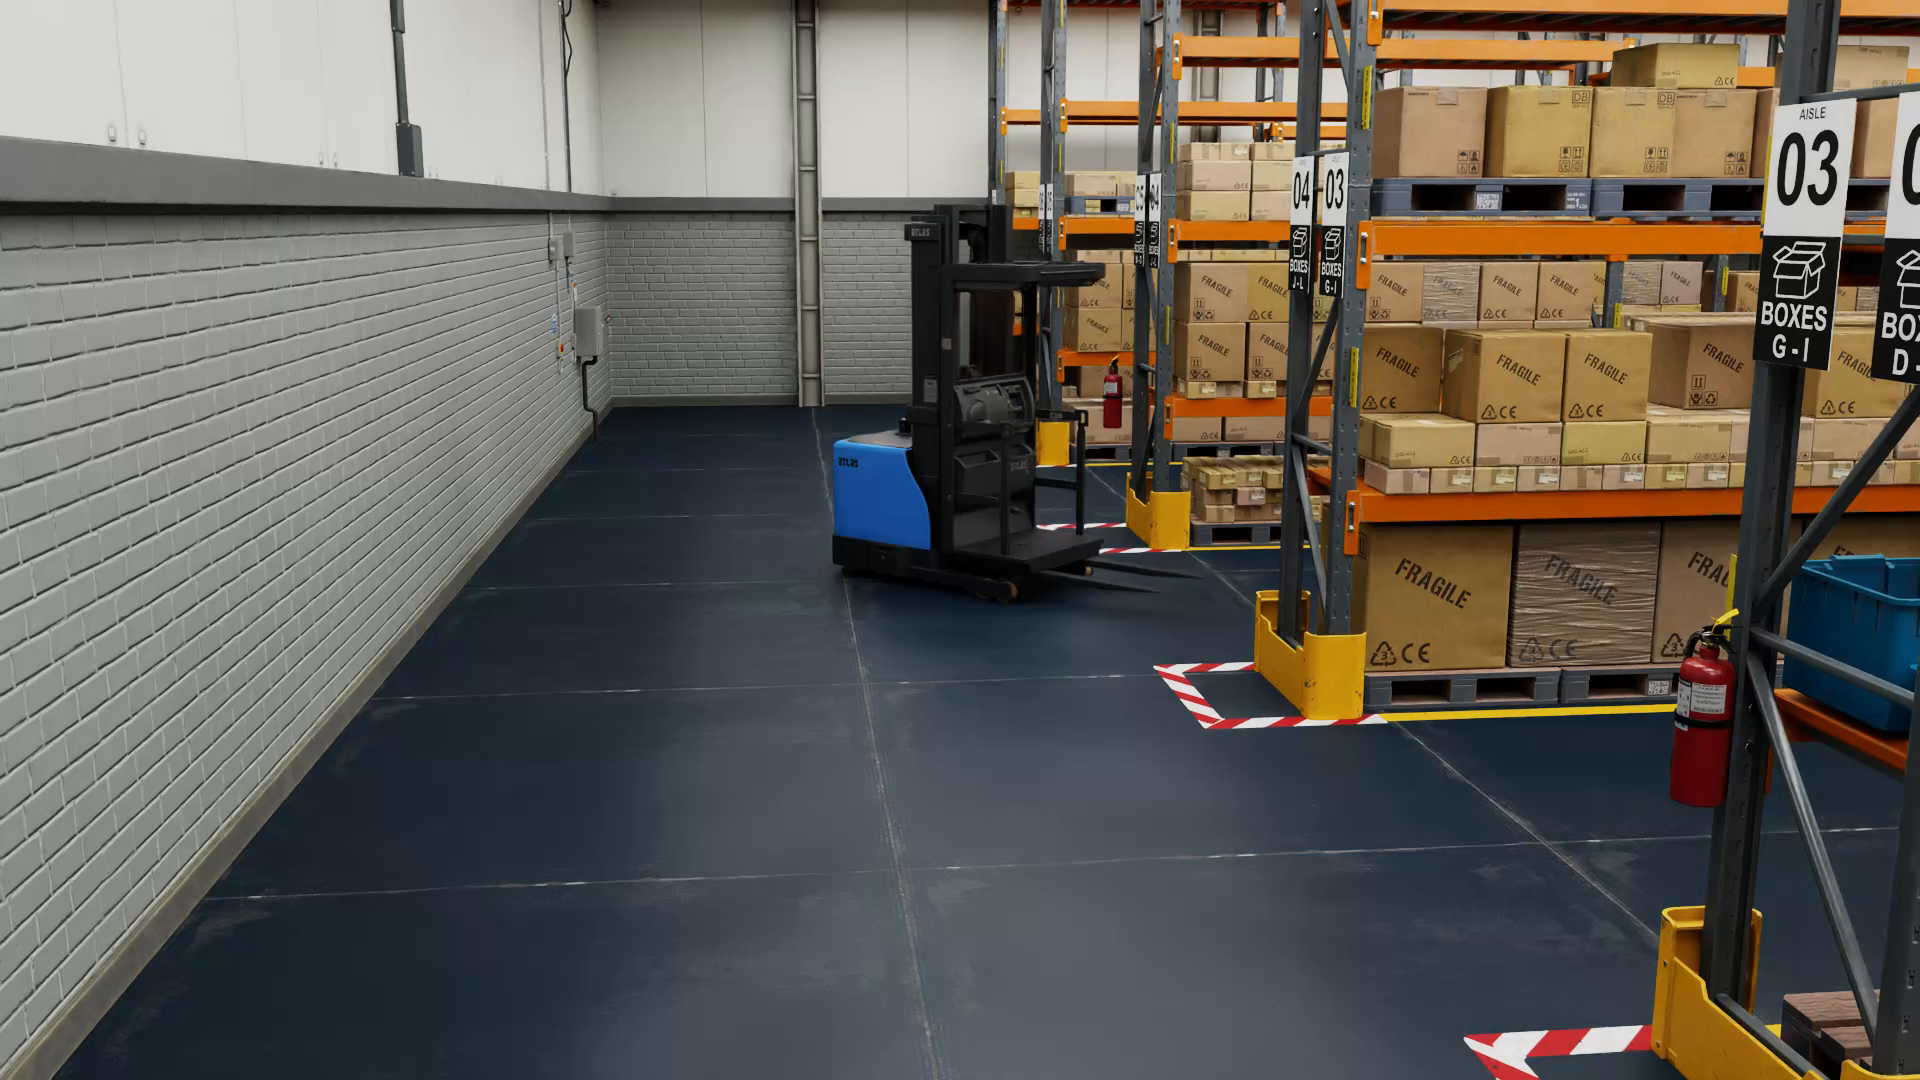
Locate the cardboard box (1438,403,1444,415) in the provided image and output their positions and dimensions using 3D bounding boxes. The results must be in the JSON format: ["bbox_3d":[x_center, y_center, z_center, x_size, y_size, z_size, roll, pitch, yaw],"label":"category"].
[{"bbox_3d":[3.091,-0.691,10.222,0.500,0.250,0.500,-1,11,-7],"label":"cardboard box"}]

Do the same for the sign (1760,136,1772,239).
[{"bbox_3d":[2.593,-1.123,5.297,0.005,0.325,0.100,-1,11,-6],"label":"sign"}]

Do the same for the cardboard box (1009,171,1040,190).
[{"bbox_3d":[0.992,-5.150,23.832,0.500,0.250,0.500,-1,11,-7],"label":"cardboard box"}]

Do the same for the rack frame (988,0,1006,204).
[{"bbox_3d":[0.524,-6.343,23.803,0.127,3.000,1.000,-1,11,-6],"label":"rack frame"}]

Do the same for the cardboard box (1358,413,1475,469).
[{"bbox_3d":[2.640,-0.577,9.647,0.500,0.250,0.500,-2,11,-8],"label":"cardboard box"}]

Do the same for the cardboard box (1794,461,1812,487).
[{"bbox_3d":[4.819,-0.416,9.860,0.250,0.149,0.380,-1,11,-5],"label":"cardboard box"}]

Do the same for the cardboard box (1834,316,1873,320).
[{"bbox_3d":[7.928,-1.917,14.862,0.250,0.149,0.380,-1,11,-3],"label":"cardboard box"}]

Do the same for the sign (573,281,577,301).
[{"bbox_3d":[-4.822,-3.122,20.829,0.001,0.242,0.339,-1,11,-6],"label":"sign"}]

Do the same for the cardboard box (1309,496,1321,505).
[{"bbox_3d":[3.026,-0.416,14.741,0.250,0.149,0.380,-1,11,-4],"label":"cardboard box"}]

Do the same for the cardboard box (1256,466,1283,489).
[{"bbox_3d":[2.781,-0.554,14.672,0.250,0.149,0.380,-1,11,-6],"label":"cardboard box"}]

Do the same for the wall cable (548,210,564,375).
[{"bbox_3d":[-4.540,-2.839,18.819,0.123,1.953,0.585,-1,11,-6],"label":"wall cable"}]

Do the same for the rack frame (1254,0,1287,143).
[{"bbox_3d":[4.500,-6.426,24.227,0.127,3.000,1.000,-1,11,-6],"label":"rack frame"}]

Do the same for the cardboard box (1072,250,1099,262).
[{"bbox_3d":[1.446,-3.260,19.139,0.250,0.149,0.380,-1,11,-5],"label":"cardboard box"}]

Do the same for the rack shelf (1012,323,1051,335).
[{"bbox_3d":[2.512,-3.088,24.663,4.000,0.370,1.077,-1,11,-6],"label":"rack shelf"}]

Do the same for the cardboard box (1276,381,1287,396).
[{"bbox_3d":[2.821,-1.361,14.666,0.250,0.149,0.380,-1,11,-3],"label":"cardboard box"}]

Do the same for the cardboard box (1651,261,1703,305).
[{"bbox_3d":[8.531,-3.093,19.972,0.500,0.500,0.500,-2,11,-8],"label":"cardboard box"}]

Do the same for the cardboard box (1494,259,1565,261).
[{"bbox_3d":[5.200,-2.306,15.201,0.500,0.500,0.500,-1,11,-5],"label":"cardboard box"}]

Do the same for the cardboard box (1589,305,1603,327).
[{"bbox_3d":[7.546,-2.701,19.923,0.500,0.250,0.500,-1,11,-8],"label":"cardboard box"}]

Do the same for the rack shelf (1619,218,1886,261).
[{"bbox_3d":[7.663,-2.744,15.138,4.000,0.370,1.077,-1,11,-6],"label":"rack shelf"}]

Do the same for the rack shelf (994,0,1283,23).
[{"bbox_3d":[2.512,-7.662,23.764,4.000,0.370,1.077,-1,11,-6],"label":"rack shelf"}]

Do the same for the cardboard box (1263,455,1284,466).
[{"bbox_3d":[2.961,-0.676,15.290,0.250,0.149,0.380,-2,11,-8],"label":"cardboard box"}]

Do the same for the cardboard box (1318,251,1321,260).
[{"bbox_3d":[4.245,-3.333,19.514,0.250,0.149,0.380,-1,11,-6],"label":"cardboard box"}]

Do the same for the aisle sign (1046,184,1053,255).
[{"bbox_3d":[1.023,-3.666,18.999,0.004,0.787,0.394,-1,11,-6],"label":"aisle sign"}]

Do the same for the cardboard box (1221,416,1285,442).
[{"bbox_3d":[3.514,-1.468,20.114,0.875,0.438,0.875,-2,11,-8],"label":"cardboard box"}]

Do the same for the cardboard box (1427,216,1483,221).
[{"bbox_3d":[4.214,-2.901,14.460,0.500,0.250,0.500,-1,11,-7],"label":"cardboard box"}]

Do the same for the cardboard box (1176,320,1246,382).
[{"bbox_3d":[2.175,-1.651,14.462,0.500,0.500,0.500,-1,11,-3],"label":"cardboard box"}]

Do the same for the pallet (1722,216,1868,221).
[{"bbox_3d":[7.331,-2.978,14.949,1.003,0.211,1.213,-1,11,-6],"label":"pallet"}]

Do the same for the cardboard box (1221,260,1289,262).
[{"bbox_3d":[2.630,-2.253,14.932,0.500,0.500,0.500,-2,11,-8],"label":"cardboard box"}]

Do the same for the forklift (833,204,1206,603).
[{"bbox_3d":[0.436,-1.079,12.757,3.031,2.935,1.130,9,14,37],"label":"forklift"}]

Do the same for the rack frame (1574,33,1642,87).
[{"bbox_3d":[5.675,-4.527,14.568,0.127,3.000,1.000,-1,11,-6],"label":"rack frame"}]

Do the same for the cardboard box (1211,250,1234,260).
[{"bbox_3d":[2.992,-3.284,19.262,0.250,0.149,0.380,-1,11,-7],"label":"cardboard box"}]

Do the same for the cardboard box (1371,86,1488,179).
[{"bbox_3d":[2.645,-2.344,9.632,0.500,0.500,0.700,-2,11,-10],"label":"cardboard box"}]

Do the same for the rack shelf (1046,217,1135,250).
[{"bbox_3d":[3.052,-3.608,19.532,4.000,0.370,1.077,-1,11,-6],"label":"rack shelf"}]

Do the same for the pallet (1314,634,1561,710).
[{"bbox_3d":[2.920,0.790,10.303,1.213,0.211,1.003,-1,11,-6],"label":"pallet"}]

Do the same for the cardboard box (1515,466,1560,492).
[{"bbox_3d":[3.291,-0.384,9.698,0.250,0.149,0.380,-1,11,-7],"label":"cardboard box"}]

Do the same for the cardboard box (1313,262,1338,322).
[{"bbox_3d":[3.194,-2.162,14.469,0.500,0.500,0.500,-1,11,-7],"label":"cardboard box"}]

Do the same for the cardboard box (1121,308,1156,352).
[{"bbox_3d":[2.071,-2.467,19.382,0.500,0.500,0.500,-1,11,-7],"label":"cardboard box"}]

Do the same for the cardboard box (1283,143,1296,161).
[{"bbox_3d":[2.820,-3.301,14.165,0.250,0.149,0.380,-1,11,-5],"label":"cardboard box"}]

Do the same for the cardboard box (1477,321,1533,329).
[{"bbox_3d":[4.708,-1.704,14.727,0.500,0.500,0.500,-2,11,-8],"label":"cardboard box"}]

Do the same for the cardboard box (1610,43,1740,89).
[{"bbox_3d":[4.143,-2.731,9.656,0.500,0.250,0.500,-2,11,-8],"label":"cardboard box"}]

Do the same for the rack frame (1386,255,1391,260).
[{"bbox_3d":[5.040,-2.531,19.967,0.053,2.616,0.949,-1,11,-6],"label":"rack frame"}]

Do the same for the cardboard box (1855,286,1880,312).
[{"bbox_3d":[11.031,-3.013,20.301,0.500,0.500,0.500,-2,11,-8],"label":"cardboard box"}]

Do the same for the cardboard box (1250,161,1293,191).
[{"bbox_3d":[2.682,-3.114,14.249,0.500,0.250,0.500,-1,11,-7],"label":"cardboard box"}]

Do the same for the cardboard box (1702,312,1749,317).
[{"bbox_3d":[7.083,-2.025,15.411,0.250,0.149,0.380,-2,11,-8],"label":"cardboard box"}]

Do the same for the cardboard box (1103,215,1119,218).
[{"bbox_3d":[2.138,-4.732,24.035,0.250,0.149,0.380,-1,11,-7],"label":"cardboard box"}]

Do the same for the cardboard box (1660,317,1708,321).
[{"bbox_3d":[6.393,-1.885,14.701,0.250,0.149,0.380,-1,11,-4],"label":"cardboard box"}]

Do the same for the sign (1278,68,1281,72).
[{"bbox_3d":[4.541,-6.819,23.598,0.005,0.325,0.100,-1,11,-6],"label":"sign"}]

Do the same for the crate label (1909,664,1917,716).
[{"bbox_3d":[2.949,0.514,4.757,0.303,0.233,0.416,-1,11,-6],"label":"crate label"}]

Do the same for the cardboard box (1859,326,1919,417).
[{"bbox_3d":[5.682,-1.010,9.901,0.500,0.500,0.500,-1,11,-4],"label":"cardboard box"}]

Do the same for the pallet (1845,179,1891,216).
[{"bbox_3d":[5.296,-2.043,9.940,1.213,0.211,1.003,-1,11,-6],"label":"pallet"}]

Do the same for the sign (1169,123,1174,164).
[{"bbox_3d":[1.757,-3.297,13.819,0.005,0.325,0.100,-1,11,-6],"label":"sign"}]

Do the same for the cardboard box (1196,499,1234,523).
[{"bbox_3d":[2.254,-0.257,14.700,0.250,0.149,0.380,-1,11,-5],"label":"cardboard box"}]

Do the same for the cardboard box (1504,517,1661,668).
[{"bbox_3d":[3.666,0.242,10.280,0.875,0.875,0.875,-1,11,-6],"label":"cardboard box"}]

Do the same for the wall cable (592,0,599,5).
[{"bbox_3d":[-5.226,-9.200,23.918,0.133,3.039,2.988,-1,11,-6],"label":"wall cable"}]

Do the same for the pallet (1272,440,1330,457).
[{"bbox_3d":[4.276,-1.161,20.229,1.213,0.211,1.003,-1,11,-6],"label":"pallet"}]

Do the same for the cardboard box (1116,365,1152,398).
[{"bbox_3d":[2.532,-2.375,24.566,0.500,0.500,0.500,-1,11,-5],"label":"cardboard box"}]
